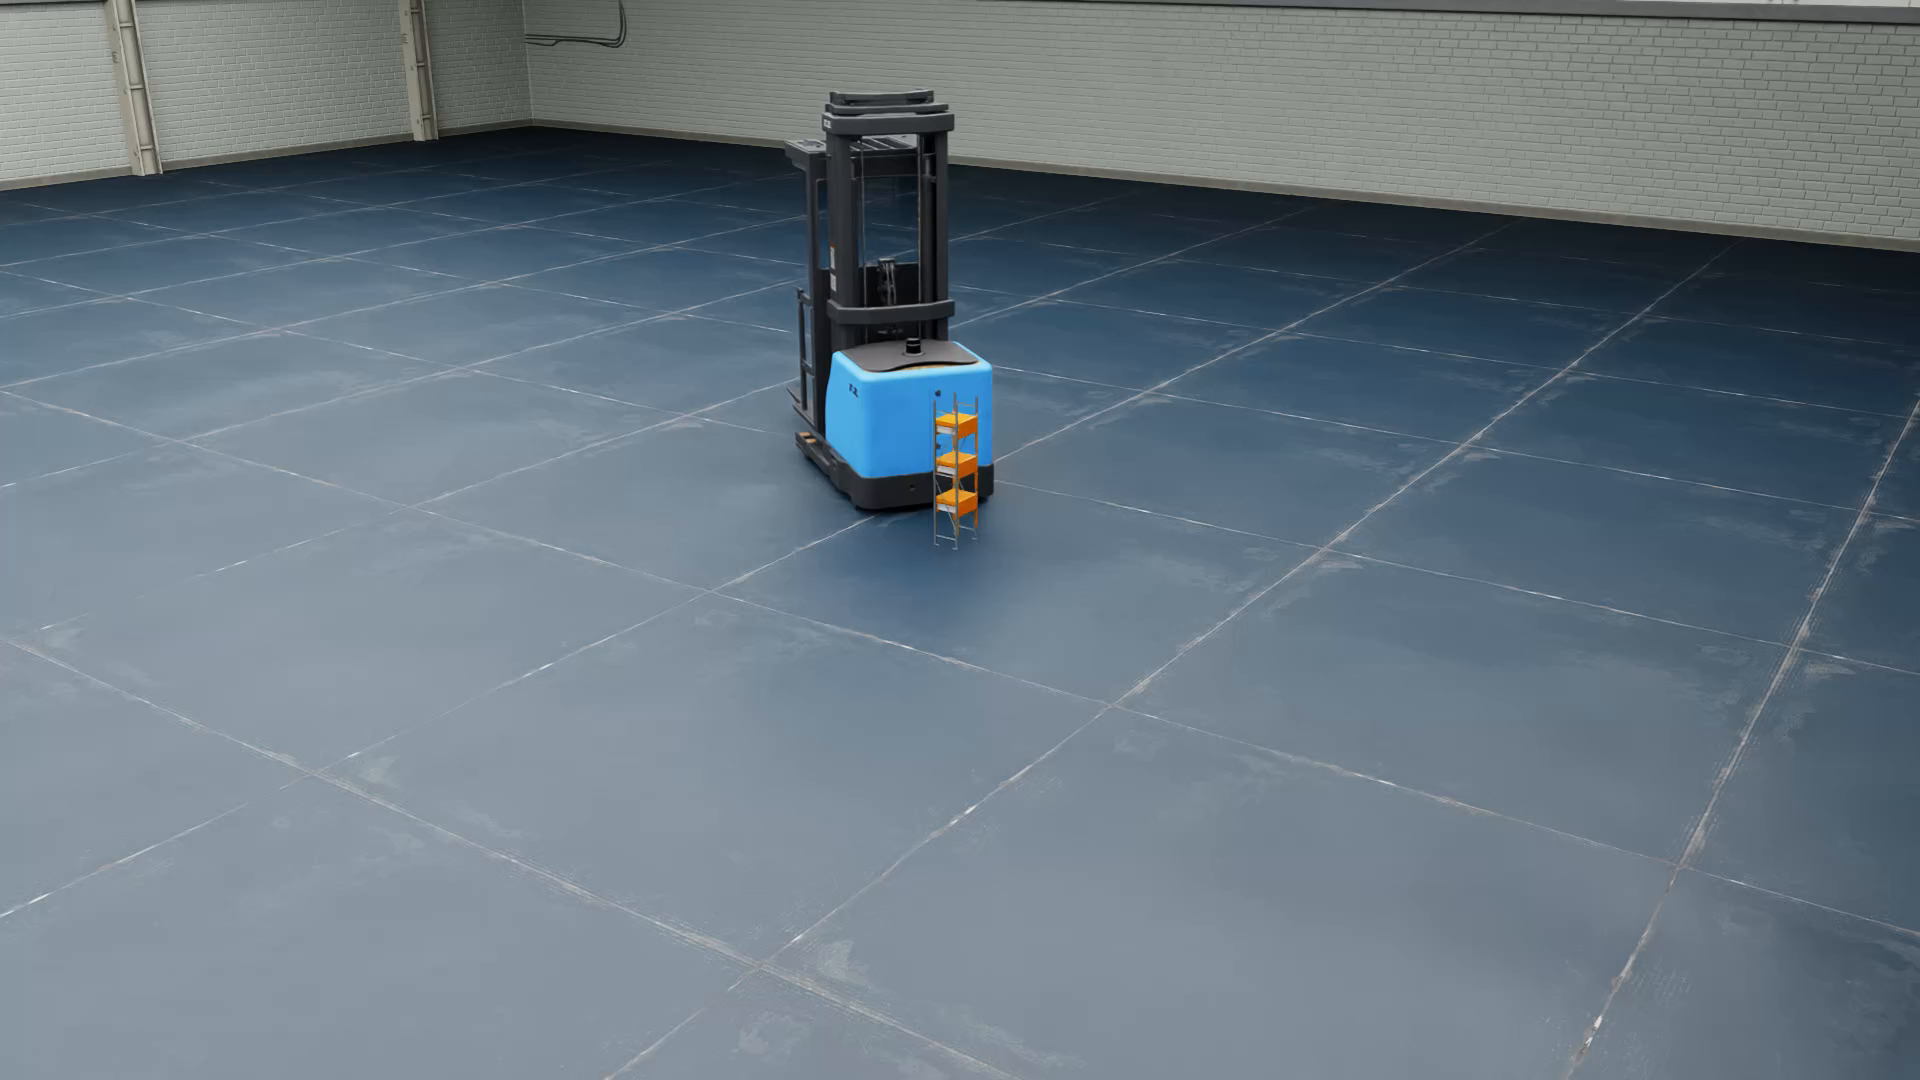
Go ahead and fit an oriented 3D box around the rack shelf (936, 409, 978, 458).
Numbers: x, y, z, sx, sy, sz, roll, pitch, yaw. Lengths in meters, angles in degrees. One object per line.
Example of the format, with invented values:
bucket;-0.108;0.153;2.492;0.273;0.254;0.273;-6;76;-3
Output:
rack shelf;-0.030;-0.733;11.447;0.215;0.259;0.240;13;24;32

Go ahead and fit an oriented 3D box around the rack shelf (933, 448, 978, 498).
rack shelf;-0.030;-0.467;11.545;0.215;0.259;0.240;13;24;32

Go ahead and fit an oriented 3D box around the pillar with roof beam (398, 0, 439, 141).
pillar with roof beam;-7.271;-11.505;29.896;9.100;9.000;0.400;13;24;32

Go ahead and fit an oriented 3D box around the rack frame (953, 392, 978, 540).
rack frame;0.038;-0.512;11.636;0.200;1.050;0.008;13;24;32

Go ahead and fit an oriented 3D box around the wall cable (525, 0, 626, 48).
wall cable;-8.082;-11.475;34.292;3.097;2.526;0.112;13;24;32

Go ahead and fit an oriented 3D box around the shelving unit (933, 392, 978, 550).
shelving unit;-0.030;-0.477;11.541;0.215;1.050;0.252;13;24;32

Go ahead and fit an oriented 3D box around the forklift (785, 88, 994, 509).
forklift;-0.718;-2.077;13.155;1.130;2.935;3.031;-7;21;-18

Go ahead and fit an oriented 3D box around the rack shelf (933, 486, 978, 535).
rack shelf;-0.030;-0.206;11.641;0.215;0.259;0.240;13;24;32

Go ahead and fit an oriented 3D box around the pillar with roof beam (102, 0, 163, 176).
pillar with roof beam;-10.644;-9.783;25.242;9.100;9.000;0.400;13;24;32

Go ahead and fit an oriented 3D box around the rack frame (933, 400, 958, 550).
rack frame;-0.099;-0.442;11.447;0.200;1.050;0.008;13;24;32
